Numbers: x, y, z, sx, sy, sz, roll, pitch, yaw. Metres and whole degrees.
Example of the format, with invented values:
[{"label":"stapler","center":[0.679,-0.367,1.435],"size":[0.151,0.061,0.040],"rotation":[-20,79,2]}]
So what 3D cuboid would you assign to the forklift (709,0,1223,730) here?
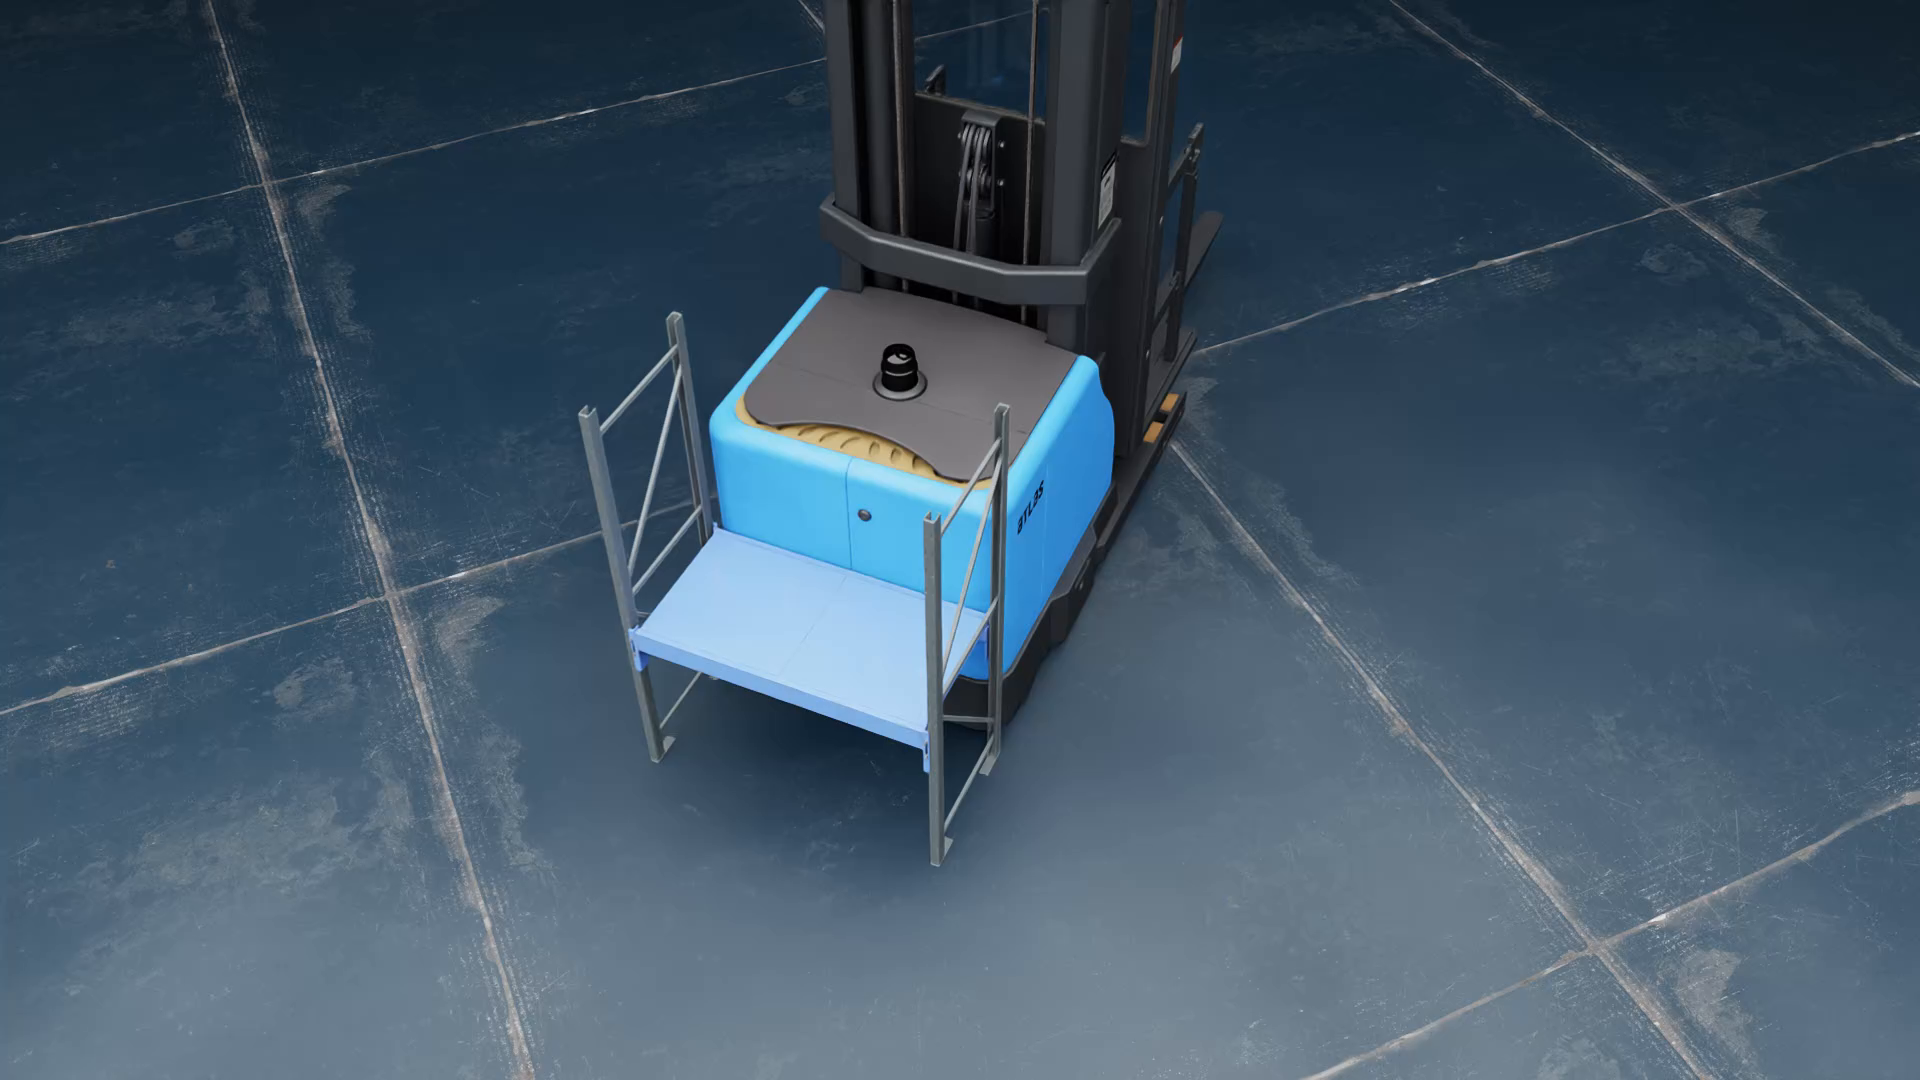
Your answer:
[{"label":"forklift","center":[0.258,-1.460,5.643],"size":[1.130,2.935,3.031],"rotation":[17,47,16]}]

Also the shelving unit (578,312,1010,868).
[{"label":"shelving unit","center":[-0.445,0.185,4.995],"size":[1.048,1.500,0.538],"rotation":[17,47,17]}]

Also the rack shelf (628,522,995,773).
[{"label":"rack shelf","center":[-0.445,0.313,5.121],"size":[1.000,0.185,0.538],"rotation":[17,47,17]}]

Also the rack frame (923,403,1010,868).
[{"label":"rack frame","center":[0.021,0.328,4.850],"size":[0.032,1.500,0.500],"rotation":[17,47,17]}]

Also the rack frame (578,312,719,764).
[{"label":"rack frame","center":[-0.910,0.041,5.140],"size":[0.032,1.500,0.500],"rotation":[17,47,17]}]
